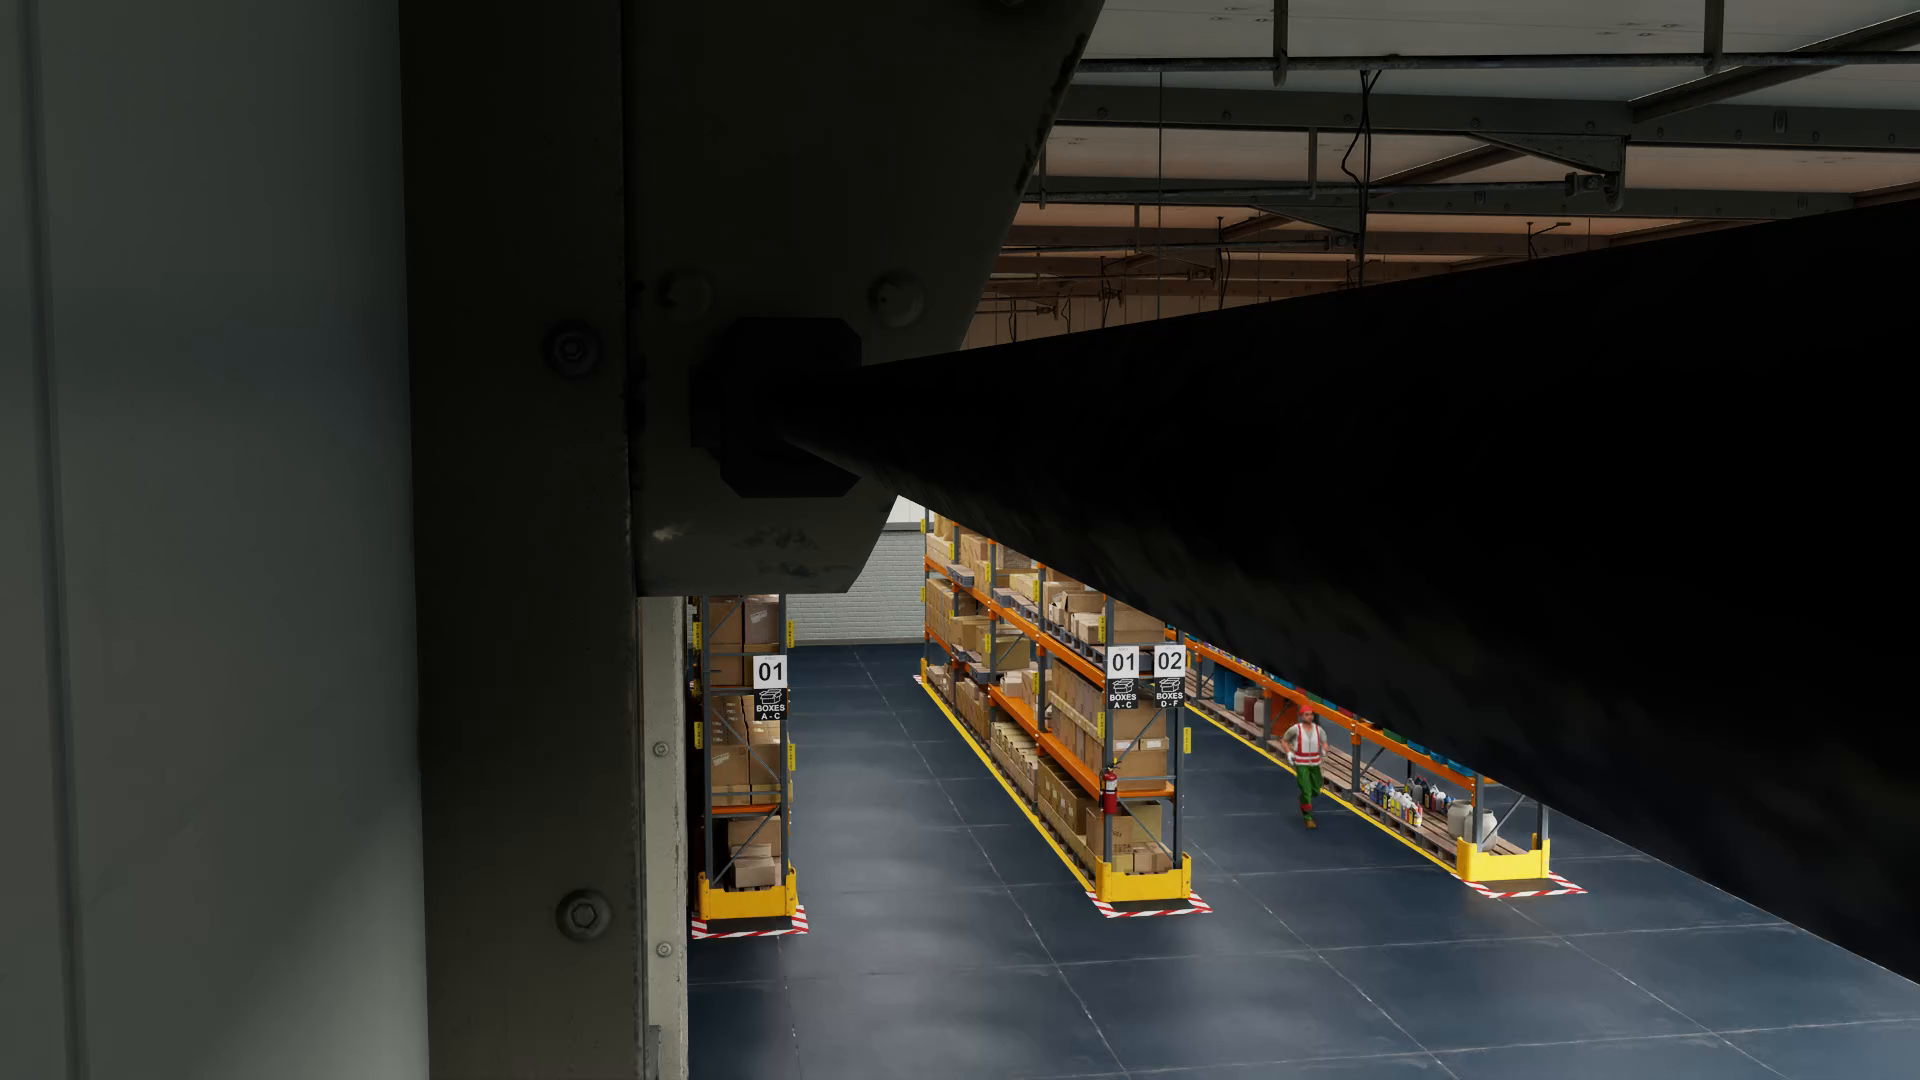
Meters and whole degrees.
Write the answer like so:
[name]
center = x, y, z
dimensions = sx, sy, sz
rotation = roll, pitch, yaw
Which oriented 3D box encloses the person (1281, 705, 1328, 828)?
[person]
center = 5.089, 3.303, 24.460
dimensions = 0.669, 1.759, 0.868
rotation = -1, 5, -9
